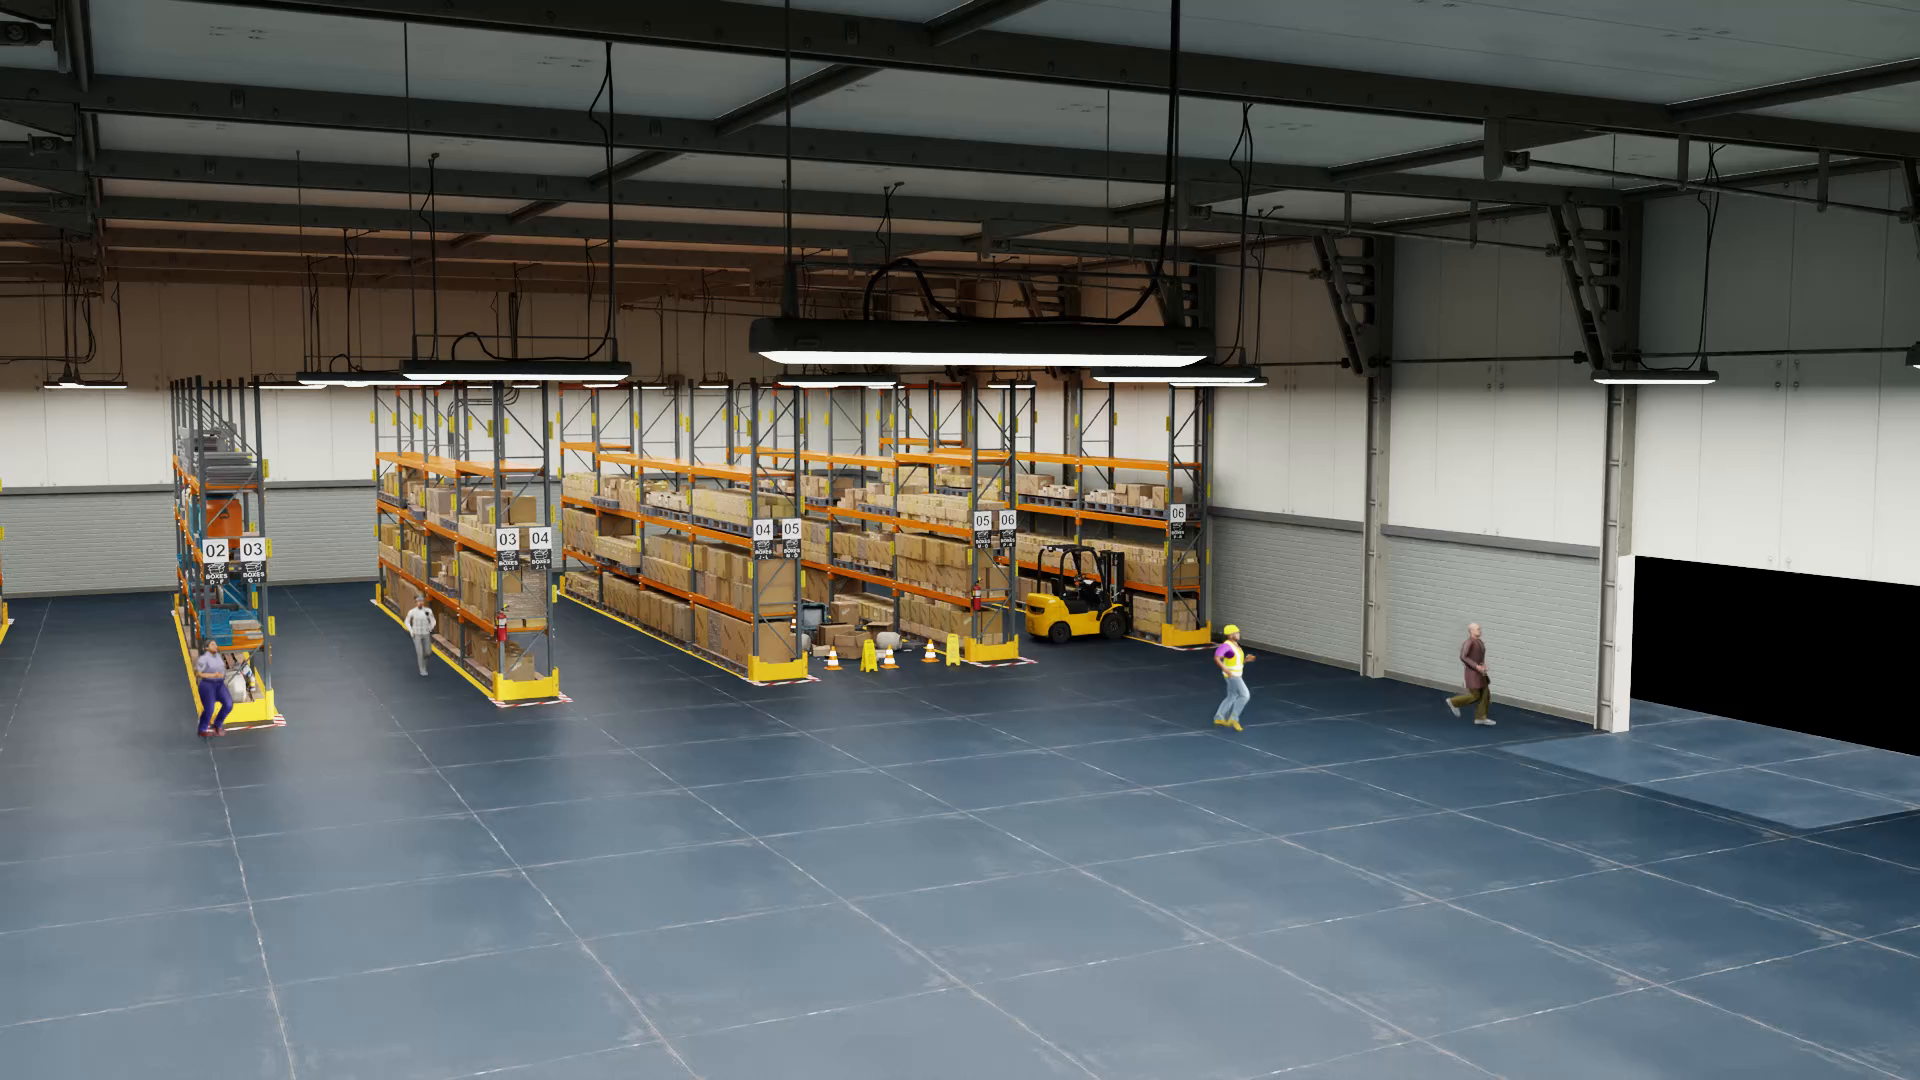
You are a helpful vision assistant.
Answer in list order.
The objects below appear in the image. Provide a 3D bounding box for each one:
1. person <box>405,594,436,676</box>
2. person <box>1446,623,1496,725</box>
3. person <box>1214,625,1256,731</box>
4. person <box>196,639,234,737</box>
[{"bbox_3d":[-10.907,1.907,33.641,0.606,1.654,0.584,-3,6,-26],"label":"person"},{"bbox_3d":[8.841,2.396,28.660,0.865,1.551,0.726,4,6,38],"label":"person"},{"bbox_3d":[4.658,2.342,28.226,0.696,1.809,0.674,1,5,15],"label":"person"},{"bbox_3d":[-12.346,2.472,27.545,0.596,1.672,0.604,2,5,20],"label":"person"}]
